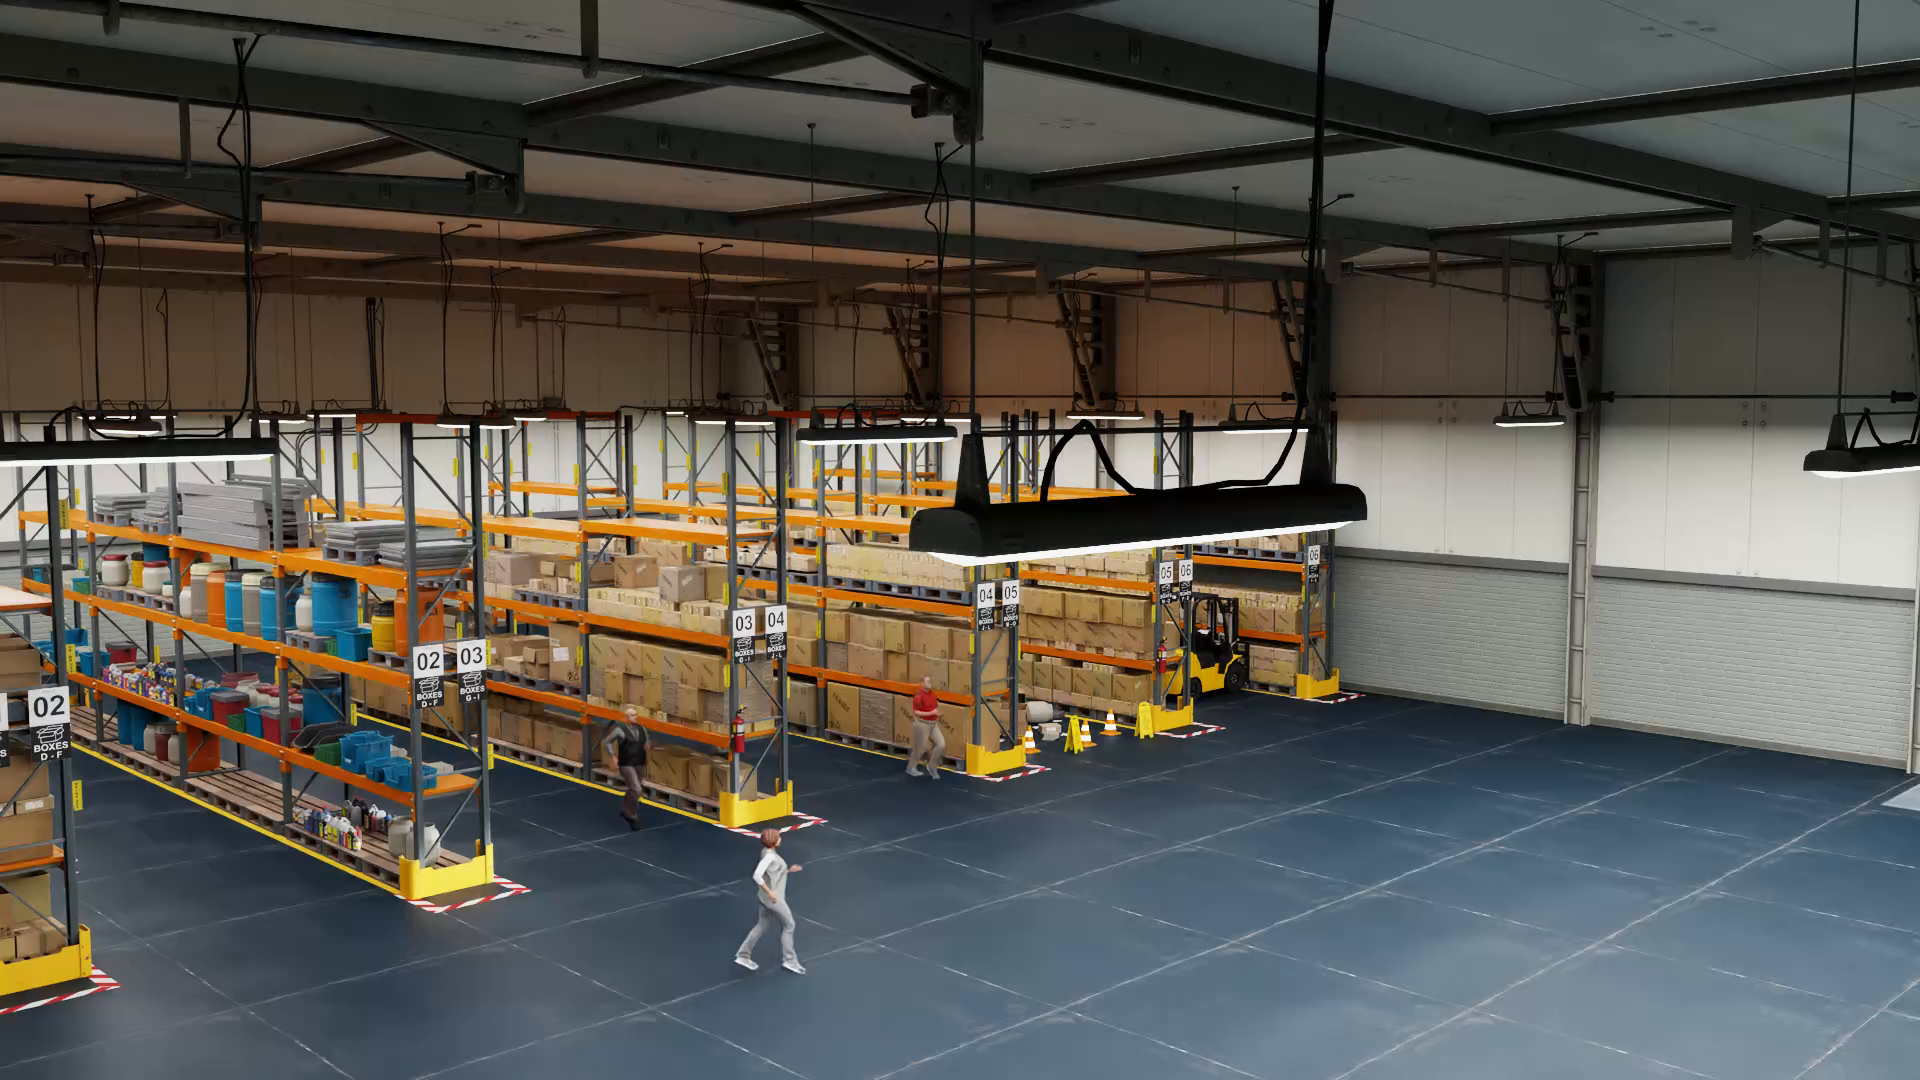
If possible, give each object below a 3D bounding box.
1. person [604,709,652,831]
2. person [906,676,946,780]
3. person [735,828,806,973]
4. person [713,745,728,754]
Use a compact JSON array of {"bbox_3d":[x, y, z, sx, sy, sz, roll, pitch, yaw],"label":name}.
[{"bbox_3d":[-4.812,3.359,24.402,0.752,1.780,0.624,4,6,39],"label":"person"},{"bbox_3d":[-0.551,3.116,27.369,0.767,1.787,0.638,4,6,35],"label":"person"},{"bbox_3d":[-2.071,3.946,18.126,0.759,1.629,0.499,-2,5,-21],"label":"person"},{"bbox_3d":[-4.129,2.922,29.248,0.626,1.744,0.705,3,6,35],"label":"person"}]
